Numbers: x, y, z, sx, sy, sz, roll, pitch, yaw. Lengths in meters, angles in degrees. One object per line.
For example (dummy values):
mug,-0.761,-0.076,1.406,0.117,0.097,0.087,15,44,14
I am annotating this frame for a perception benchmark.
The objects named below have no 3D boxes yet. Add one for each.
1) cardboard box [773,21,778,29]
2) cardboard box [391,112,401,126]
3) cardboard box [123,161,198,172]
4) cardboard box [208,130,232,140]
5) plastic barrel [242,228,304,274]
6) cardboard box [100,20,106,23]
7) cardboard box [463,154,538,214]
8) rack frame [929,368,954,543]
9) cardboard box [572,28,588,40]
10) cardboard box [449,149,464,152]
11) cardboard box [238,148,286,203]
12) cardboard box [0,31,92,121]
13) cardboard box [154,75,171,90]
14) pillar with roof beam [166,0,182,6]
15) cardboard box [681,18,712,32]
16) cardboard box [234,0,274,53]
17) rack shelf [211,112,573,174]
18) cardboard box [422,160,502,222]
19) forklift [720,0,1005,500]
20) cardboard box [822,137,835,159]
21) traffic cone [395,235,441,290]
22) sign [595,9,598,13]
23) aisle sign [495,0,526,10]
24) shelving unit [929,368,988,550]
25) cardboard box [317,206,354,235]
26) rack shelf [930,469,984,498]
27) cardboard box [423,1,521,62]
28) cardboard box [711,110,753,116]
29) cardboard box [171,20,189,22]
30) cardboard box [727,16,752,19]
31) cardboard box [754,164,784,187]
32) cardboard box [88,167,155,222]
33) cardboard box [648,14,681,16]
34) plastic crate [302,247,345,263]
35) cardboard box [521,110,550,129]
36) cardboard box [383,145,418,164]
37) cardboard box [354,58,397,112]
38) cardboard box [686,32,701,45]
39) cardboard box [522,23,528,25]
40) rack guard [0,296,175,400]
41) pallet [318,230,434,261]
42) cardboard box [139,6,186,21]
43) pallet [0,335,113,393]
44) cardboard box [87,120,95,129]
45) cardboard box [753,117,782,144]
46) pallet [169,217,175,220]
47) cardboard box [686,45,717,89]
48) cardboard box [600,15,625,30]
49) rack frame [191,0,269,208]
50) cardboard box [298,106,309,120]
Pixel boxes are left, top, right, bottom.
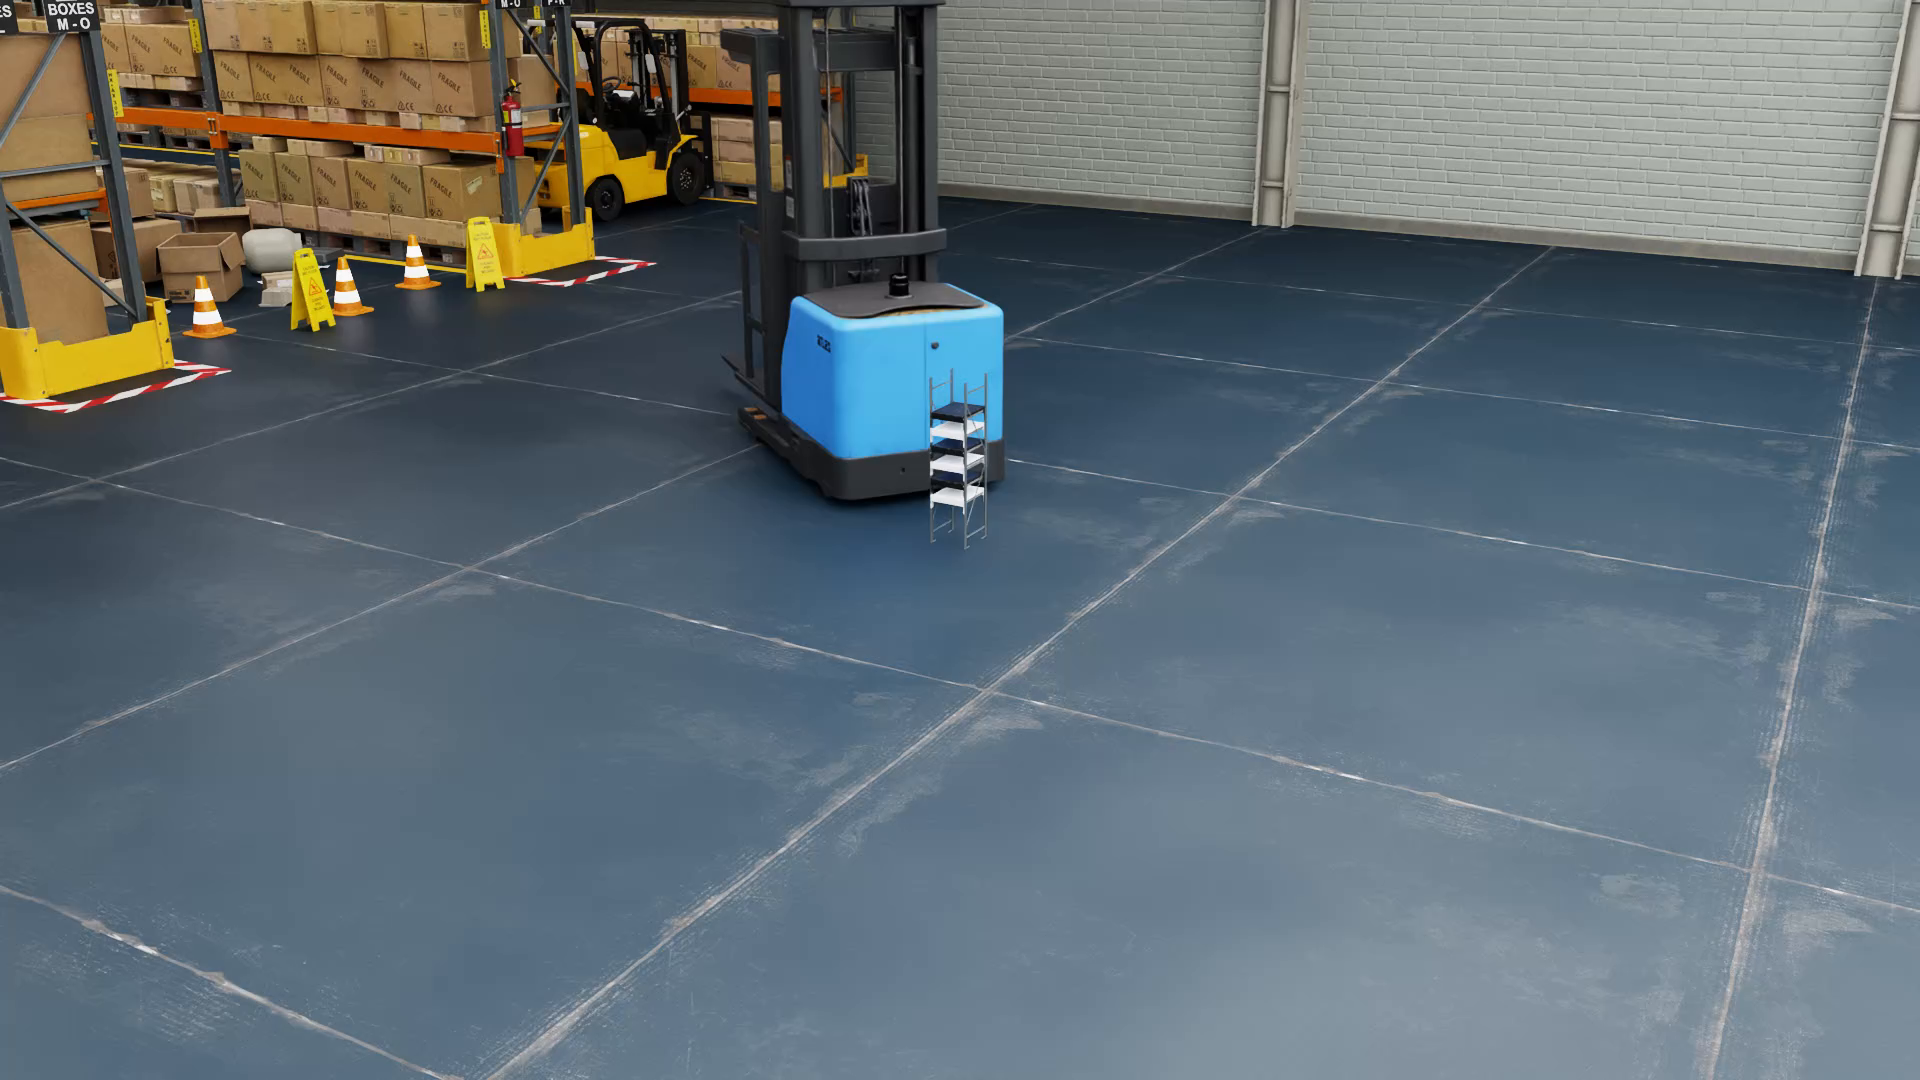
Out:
cardboard box,-1.988,-6.035,19.569,0.250,0.149,0.380,11,23,27
cardboard box,-5.304,-4.125,16.206,0.250,0.149,0.380,11,23,28
cardboard box,-9.179,-4.016,18.774,0.625,0.372,0.950,12,23,29
cardboard box,-10.833,-6.247,24.738,0.500,0.500,0.500,10,22,26
plastic barrel,-6.532,-2.750,15.825,0.512,0.421,0.421,-7,21,-20
cardboard box,-9.336,-5.383,18.106,0.500,0.500,0.500,10,22,25
cardboard box,-4.581,-3.546,16.558,0.500,0.500,0.500,10,22,26
rack frame,-0.096,-0.441,8.762,0.006,0.900,0.240,11,23,27
cardboard box,-4.688,-6.390,20.983,0.250,0.149,0.380,11,23,29
cardboard box,-6.857,-5.632,22.859,0.625,0.625,0.875,10,22,25
cardboard box,-7.099,-3.812,17.292,0.500,0.500,0.500,12,23,30
cardboard box,-6.621,-3.229,11.565,0.550,0.550,0.875,11,23,27
cardboard box,-8.288,-4.865,17.631,0.250,0.149,0.380,10,22,26
pillar with roof beam,-14.317,-9.465,21.761,0.400,9.000,9.100,11,23,27
cardboard box,-3.151,-6.217,20.072,0.250,0.149,0.380,11,23,28
cardboard box,-6.769,-5.161,16.645,0.500,0.500,0.700,11,23,28
rack shelf,-5.736,-4.063,16.721,4.000,0.370,1.077,11,23,27
cardboard box,-4.817,-3.381,16.104,0.500,0.500,0.500,11,23,28
forklift,-0.788,-2.065,10.260,1.130,2.935,3.031,-8,22,-22
cardboard box,-1.882,-4.826,20.455,0.500,0.250,0.500,11,23,28
traffic cone,-4.995,-2.563,15.252,0.334,0.463,0.336,11,23,27
sign,-4.796,-6.821,21.885,0.005,0.325,0.100,11,23,27
aisle sign,-4.078,-5.194,14.971,0.004,0.787,0.394,11,23,27
shelving unit,-0.007,-0.424,8.715,0.210,0.900,0.258,11,23,27
cardboard box,-6.163,-3.287,16.944,0.500,0.250,0.500,10,22,27
rack shelf,-0.007,-0.308,8.757,0.200,0.077,0.258,11,23,27
cardboard box,-4.543,-4.745,15.498,0.500,0.500,0.700,10,22,26
cardboard box,-2.770,-5.226,20.823,0.500,0.250,0.500,11,22,27
cardboard box,-8.614,-5.450,18.293,0.500,0.500,0.500,11,22,27
cardboard box,-2.662,-6.333,20.390,0.250,0.149,0.380,12,23,29
cardboard box,-2.137,-4.435,20.110,0.500,0.250,0.500,11,23,28
cardboard box,-8.324,-3.379,16.337,0.500,0.500,0.500,11,23,27
cardboard box,-3.737,-6.574,21.055,0.250,0.149,0.380,10,22,26
plastic crate,-6.512,-2.856,16.620,0.583,0.080,0.402,3,20,9
cardboard box,-4.186,-4.068,16.050,0.250,0.149,0.380,11,23,28
cardboard box,-5.388,-3.770,16.224,0.250,0.149,0.380,11,23,28
cardboard box,-5.469,-4.432,16.102,0.500,0.500,0.500,11,23,27
cardboard box,-3.144,-6.079,20.126,0.250,0.149,0.380,11,23,28
cardboard box,-5.694,-6.788,22.081,0.250,0.149,0.380,11,23,27
rack guard,-6.295,-1.399,11.988,0.348,0.500,1.175,11,23,27
pallet,-5.810,-3.119,17.153,1.213,0.211,1.003,11,23,27
cardboard box,-8.719,-5.756,18.184,0.250,0.149,0.380,12,23,30
pallet,-7.052,-1.376,12.350,1.213,0.211,1.003,11,23,27
cardboard box,-13.420,-6.773,26.189,0.500,0.500,0.700,10,22,25
cardboard box,-2.127,-4.905,19.938,0.500,0.250,0.500,12,23,29
pallet,-9.232,-3.754,18.905,1.213,0.211,1.003,11,23,27
cardboard box,-3.027,-5.771,20.230,0.500,0.500,0.500,10,22,26
cardboard box,-4.257,-6.432,20.665,0.250,0.149,0.380,11,23,28
rack frame,-7.482,-4.733,17.515,0.127,3.000,1.000,11,23,27
cardboard box,-6.424,-4.319,16.742,0.250,0.149,0.380,11,23,27
